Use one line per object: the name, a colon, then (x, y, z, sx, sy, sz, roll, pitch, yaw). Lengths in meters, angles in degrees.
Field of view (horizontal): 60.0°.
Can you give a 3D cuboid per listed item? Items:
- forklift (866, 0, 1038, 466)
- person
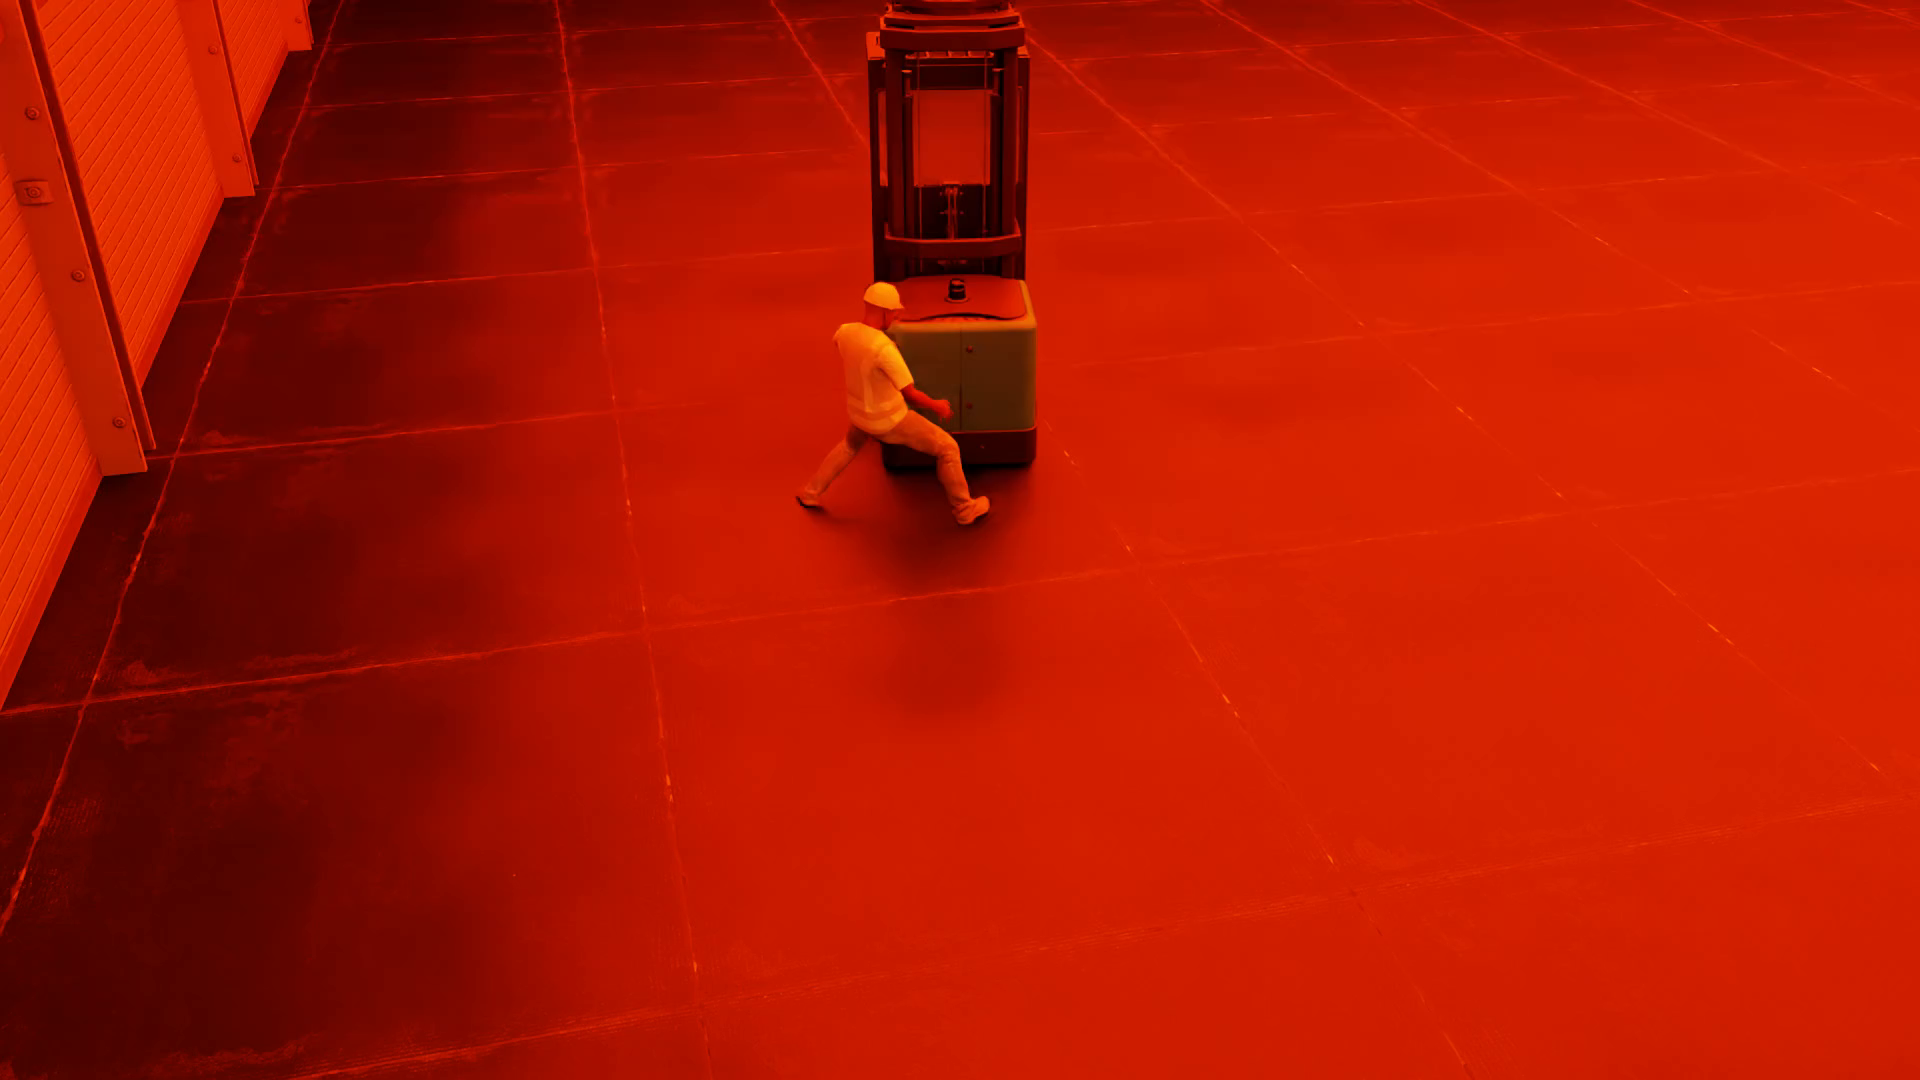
forklift: (-0.092, -2.475, 11.849, 1.130, 2.935, 3.031, -2, 30, -3)
person: (-0.447, -0.892, 10.499, 0.970, 1.604, 1.055, -21, 36, -31)
